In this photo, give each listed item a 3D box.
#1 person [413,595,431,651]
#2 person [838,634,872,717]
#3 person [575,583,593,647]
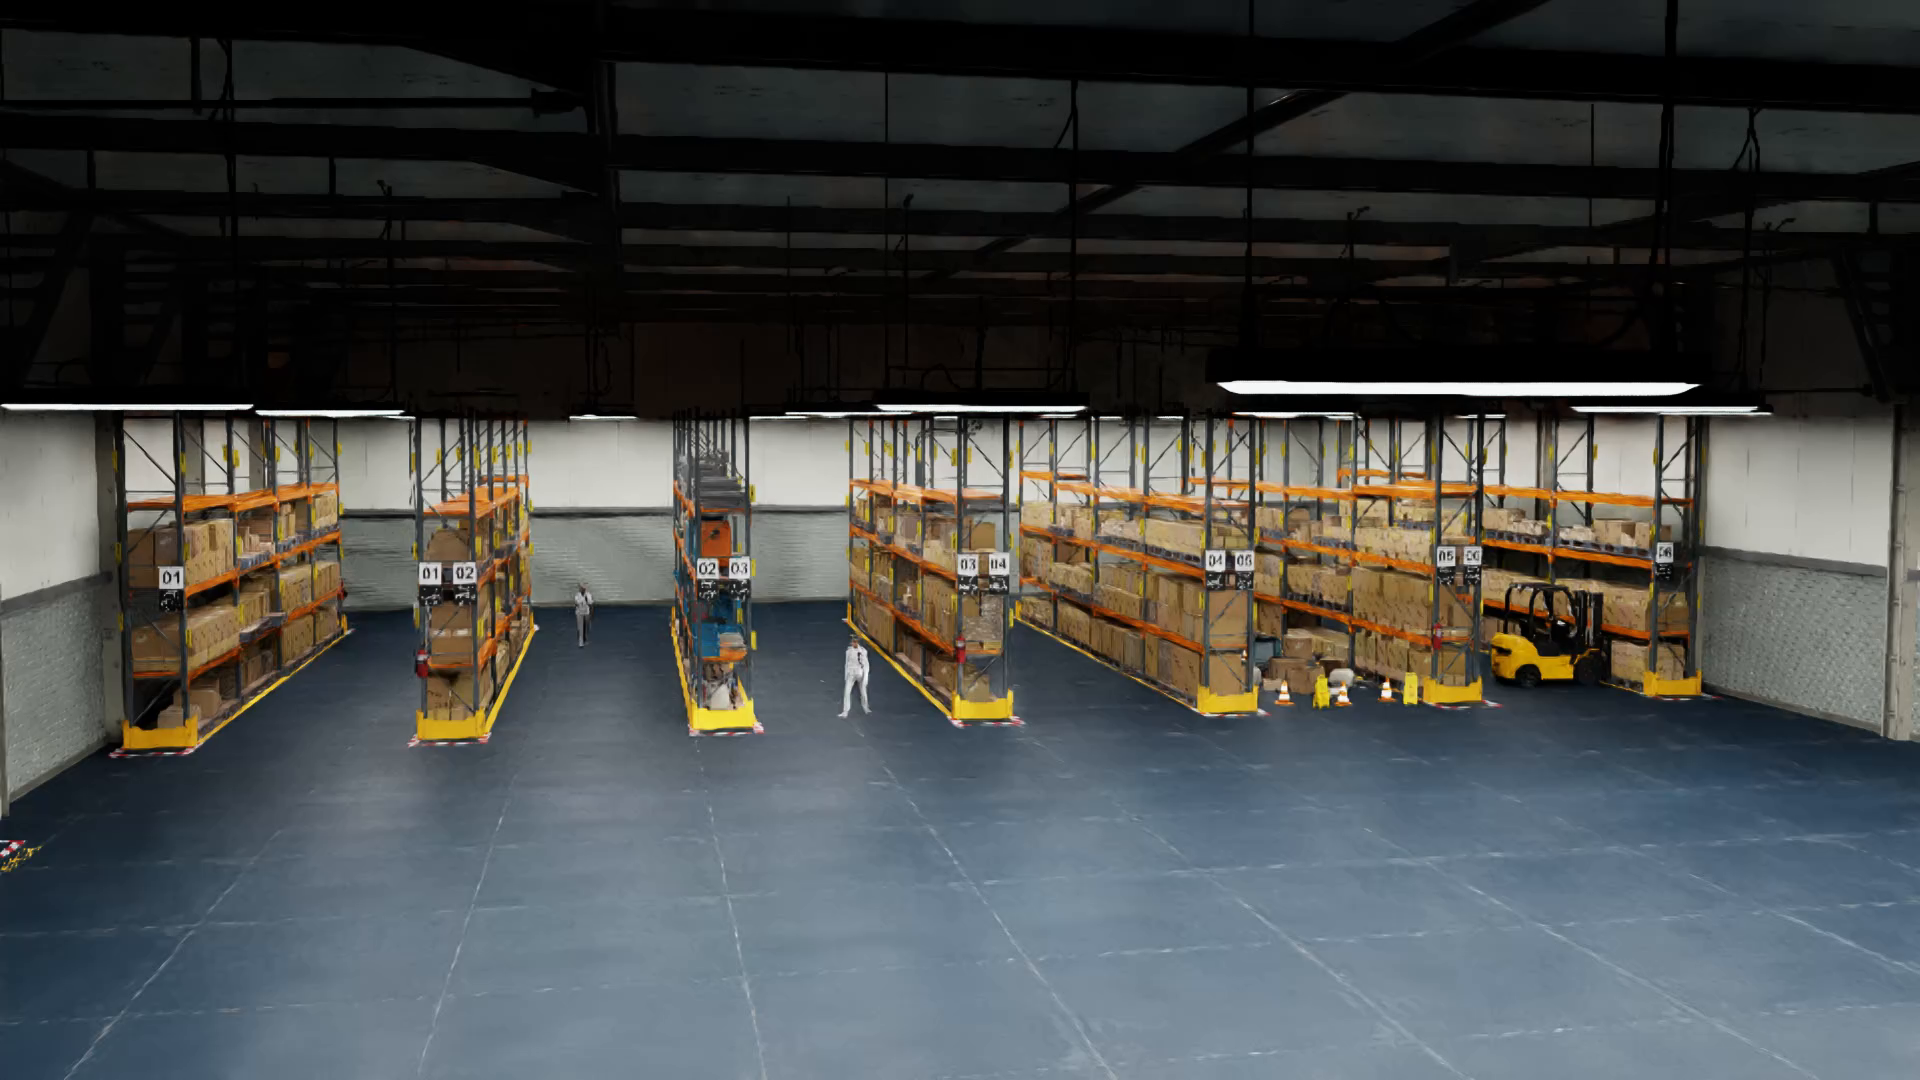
[{"bbox_3d":[-13.315,2.027,41.126,0.417,1.517,1.037,-1,4,-9],"label":"person"},{"bbox_3d":[-2.017,2.612,32.269,0.526,1.619,0.925,1,4,13],"label":"person"},{"bbox_3d":[-9.611,1.883,42.490,0.441,1.626,0.999,-1,4,-12],"label":"person"}]
